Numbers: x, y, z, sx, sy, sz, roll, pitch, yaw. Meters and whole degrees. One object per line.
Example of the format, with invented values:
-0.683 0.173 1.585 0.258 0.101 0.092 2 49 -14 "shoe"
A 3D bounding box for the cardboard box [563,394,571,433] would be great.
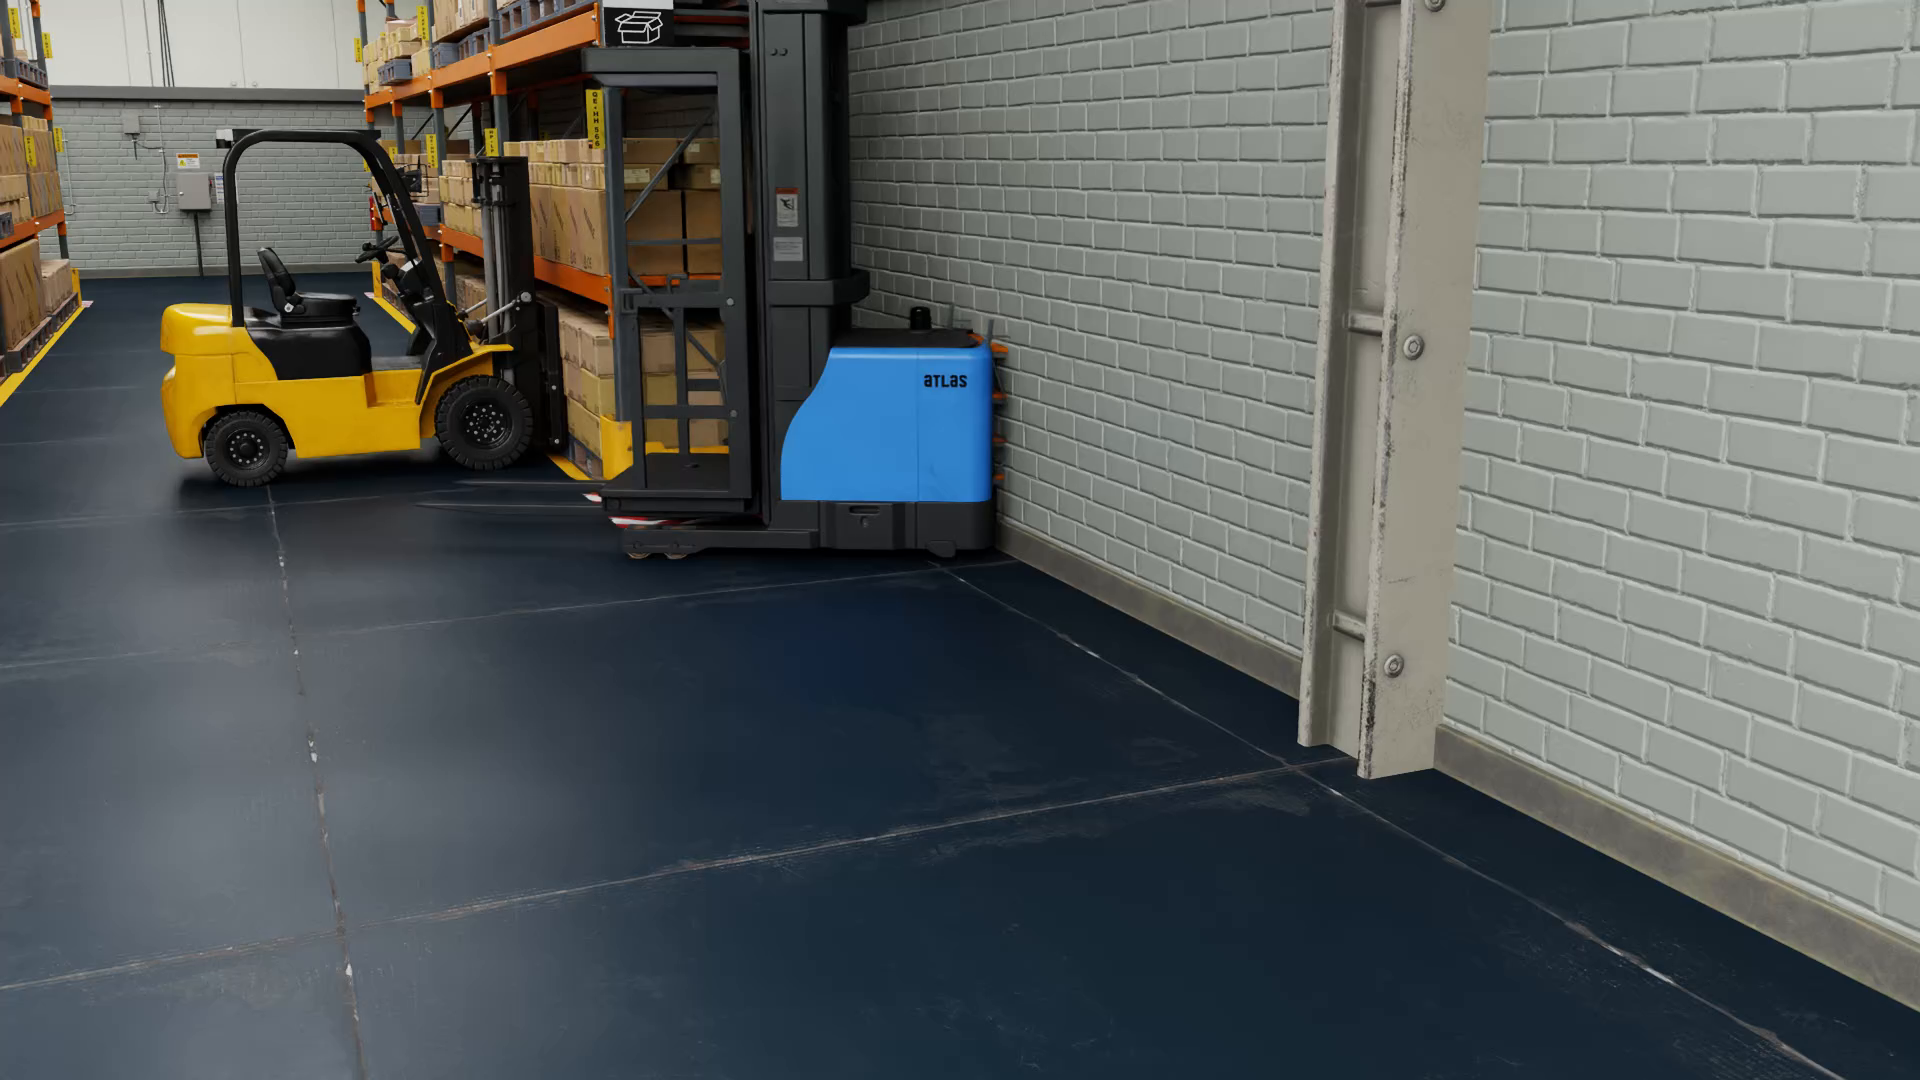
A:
-2.413 -0.884 11.204 0.500 0.250 0.500 -5 14 -22 "cardboard box"

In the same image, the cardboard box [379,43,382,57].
-6.993 -6.185 20.855 0.500 0.250 0.500 -6 14 -24 "cardboard box"

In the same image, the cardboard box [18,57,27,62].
-12.004 -6.027 21.012 0.380 0.149 0.250 -7 15 -27 "cardboard box"

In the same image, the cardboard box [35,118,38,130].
-11.619 -5.136 20.533 0.380 0.149 0.250 -5 14 -22 "cardboard box"

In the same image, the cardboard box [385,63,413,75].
-6.782 -5.832 20.438 0.500 0.250 0.500 -6 14 -23 "cardboard box"

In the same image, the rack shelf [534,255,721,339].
-2.353 -1.806 11.614 1.077 0.370 4.000 -6 14 -23 "rack shelf"

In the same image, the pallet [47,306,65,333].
-11.139 -2.579 19.543 1.003 0.211 1.213 -6 14 -23 "pallet"

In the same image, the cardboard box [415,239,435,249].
-6.404 -3.577 20.187 0.380 0.149 0.250 -6 14 -24 "cardboard box"

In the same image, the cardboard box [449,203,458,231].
-4.606 -3.104 15.964 0.500 0.250 0.500 -6 14 -24 "cardboard box"

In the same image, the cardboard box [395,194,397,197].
-6.787 -4.377 20.803 0.500 0.250 0.500 -5 14 -22 "cardboard box"

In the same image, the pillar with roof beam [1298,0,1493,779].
-2.546 -3.262 3.009 9.100 9.000 0.400 -6 14 -23 "pillar with roof beam"

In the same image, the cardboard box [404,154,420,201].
-5.849 -4.086 18.719 0.700 0.500 0.500 -6 14 -23 "cardboard box"

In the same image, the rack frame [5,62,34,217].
-10.906 -3.773 18.519 1.000 3.000 0.127 -6 14 -23 "rack frame"

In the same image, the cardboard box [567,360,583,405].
-2.225 -1.028 10.718 0.500 0.250 0.500 -6 14 -24 "cardboard box"

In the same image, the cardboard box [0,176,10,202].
-9.675 -3.455 16.369 0.500 0.250 0.500 -6 14 -23 "cardboard box"

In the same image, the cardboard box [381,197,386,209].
-7.611 -4.563 22.489 0.380 0.149 0.250 -6 14 -25 "cardboard box"

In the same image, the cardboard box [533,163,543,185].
-2.782 -2.577 11.693 0.380 0.149 0.250 -6 14 -25 "cardboard box"

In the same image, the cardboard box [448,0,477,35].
-4.282 -4.777 14.831 0.500 0.500 0.500 -5 14 -22 "cardboard box"

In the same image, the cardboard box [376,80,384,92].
-7.418 -5.924 21.718 0.380 0.149 0.250 -5 14 -22 "cardboard box"

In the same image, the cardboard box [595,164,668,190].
-1.948 -2.154 9.863 0.380 0.149 0.250 -5 14 -22 "cardboard box"

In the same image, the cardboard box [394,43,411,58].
-6.099 -5.453 18.528 0.380 0.149 0.250 -5 14 -22 "cardboard box"

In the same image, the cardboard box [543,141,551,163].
-2.710 -2.727 11.681 0.380 0.149 0.250 -6 14 -23 "cardboard box"

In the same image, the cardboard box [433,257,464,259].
-5.879 -3.163 19.056 0.380 0.149 0.250 -5 14 -21 "cardboard box"

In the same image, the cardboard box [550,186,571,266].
-2.395 -2.083 10.997 0.500 0.500 0.500 -6 14 -24 "cardboard box"

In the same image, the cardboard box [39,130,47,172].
-11.466 -4.745 20.281 0.500 0.500 0.500 -6 14 -23 "cardboard box"

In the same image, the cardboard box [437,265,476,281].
-5.325 -2.831 17.624 0.380 0.149 0.250 -6 15 -26 "cardboard box"

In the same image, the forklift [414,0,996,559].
-1.319 -1.447 8.621 3.031 2.935 1.130 1 13 4 "forklift"

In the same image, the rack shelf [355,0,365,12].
-7.160 -7.206 21.650 1.077 0.370 4.000 -6 14 -23 "rack shelf"

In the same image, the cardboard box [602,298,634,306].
-2.373 -1.628 12.201 0.500 0.250 0.500 -6 14 -23 "cardboard box"

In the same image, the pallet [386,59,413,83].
-5.744 -5.237 18.609 1.213 0.211 1.003 -6 14 -23 "pallet"

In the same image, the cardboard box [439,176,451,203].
-4.826 -3.450 16.348 0.500 0.250 0.500 -6 14 -23 "cardboard box"

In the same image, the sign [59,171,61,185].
-14.857 -5.902 27.120 0.327 0.218 0.001 -6 14 -23 "sign"

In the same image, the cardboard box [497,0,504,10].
-3.253 -4.041 12.431 0.380 0.149 0.250 -5 14 -22 "cardboard box"

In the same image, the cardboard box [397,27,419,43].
-5.971 -5.545 18.268 0.380 0.149 0.250 -6 14 -23 "cardboard box"

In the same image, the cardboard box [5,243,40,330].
-10.215 -2.636 17.386 0.875 0.875 0.875 -5 14 -21 "cardboard box"

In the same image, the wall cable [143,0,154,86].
-14.355 -8.739 26.672 2.355 3.000 0.029 -6 14 -23 "wall cable"

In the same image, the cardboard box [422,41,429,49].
-5.427 -5.189 17.434 0.380 0.149 0.250 -6 14 -23 "cardboard box"

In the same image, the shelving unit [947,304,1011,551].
0.085 -0.590 8.690 0.258 1.200 0.503 0 16 -25 "shelving unit"

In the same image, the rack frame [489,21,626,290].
-3.155 -2.569 13.318 1.000 3.000 0.127 -6 14 -23 "rack frame"

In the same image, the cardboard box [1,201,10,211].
-9.696 -3.211 16.423 0.500 0.250 0.500 -5 14 -21 "cardboard box"

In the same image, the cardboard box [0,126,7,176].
-9.678 -3.816 16.267 0.500 0.500 0.500 -5 14 -21 "cardboard box"

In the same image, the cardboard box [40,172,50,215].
-11.245 -4.150 19.926 0.500 0.500 0.500 -6 14 -23 "cardboard box"

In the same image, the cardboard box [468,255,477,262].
-5.544 -3.259 19.474 0.380 0.149 0.250 -5 14 -21 "cardboard box"

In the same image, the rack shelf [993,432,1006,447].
0.077 -0.526 8.707 0.258 0.148 0.480 0 16 -25 "rack shelf"

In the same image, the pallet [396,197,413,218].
-6.139 -3.954 19.726 1.003 0.211 1.213 -6 14 -23 "pallet"

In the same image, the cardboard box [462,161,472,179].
-4.211 -3.294 14.788 0.380 0.149 0.250 -6 14 -24 "cardboard box"

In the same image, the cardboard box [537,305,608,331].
-2.640 -1.476 11.542 0.500 0.250 0.500 -6 14 -24 "cardboard box"

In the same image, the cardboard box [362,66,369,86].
-8.034 -6.465 23.173 0.500 0.250 0.500 -6 14 -24 "cardboard box"

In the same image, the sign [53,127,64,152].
-12.005 -5.325 22.132 0.100 0.325 0.005 -6 14 -23 "sign"

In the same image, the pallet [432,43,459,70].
-4.403 -4.633 16.001 1.213 0.211 1.003 -5 14 -20 "pallet"

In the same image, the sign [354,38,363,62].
-8.459 -6.887 23.382 0.100 0.325 0.005 -6 14 -23 "sign"

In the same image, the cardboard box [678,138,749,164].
-1.491 -2.341 10.013 0.380 0.149 0.250 -6 14 -24 "cardboard box"

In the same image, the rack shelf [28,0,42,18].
-11.707 -6.564 19.754 1.077 0.370 4.000 -6 14 -23 "rack shelf"

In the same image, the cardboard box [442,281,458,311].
-5.123 -2.450 17.417 0.500 0.500 0.500 -5 14 -21 "cardboard box"

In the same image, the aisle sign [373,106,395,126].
-8.258 -6.303 23.684 0.394 0.787 0.004 -6 14 -23 "aisle sign"
